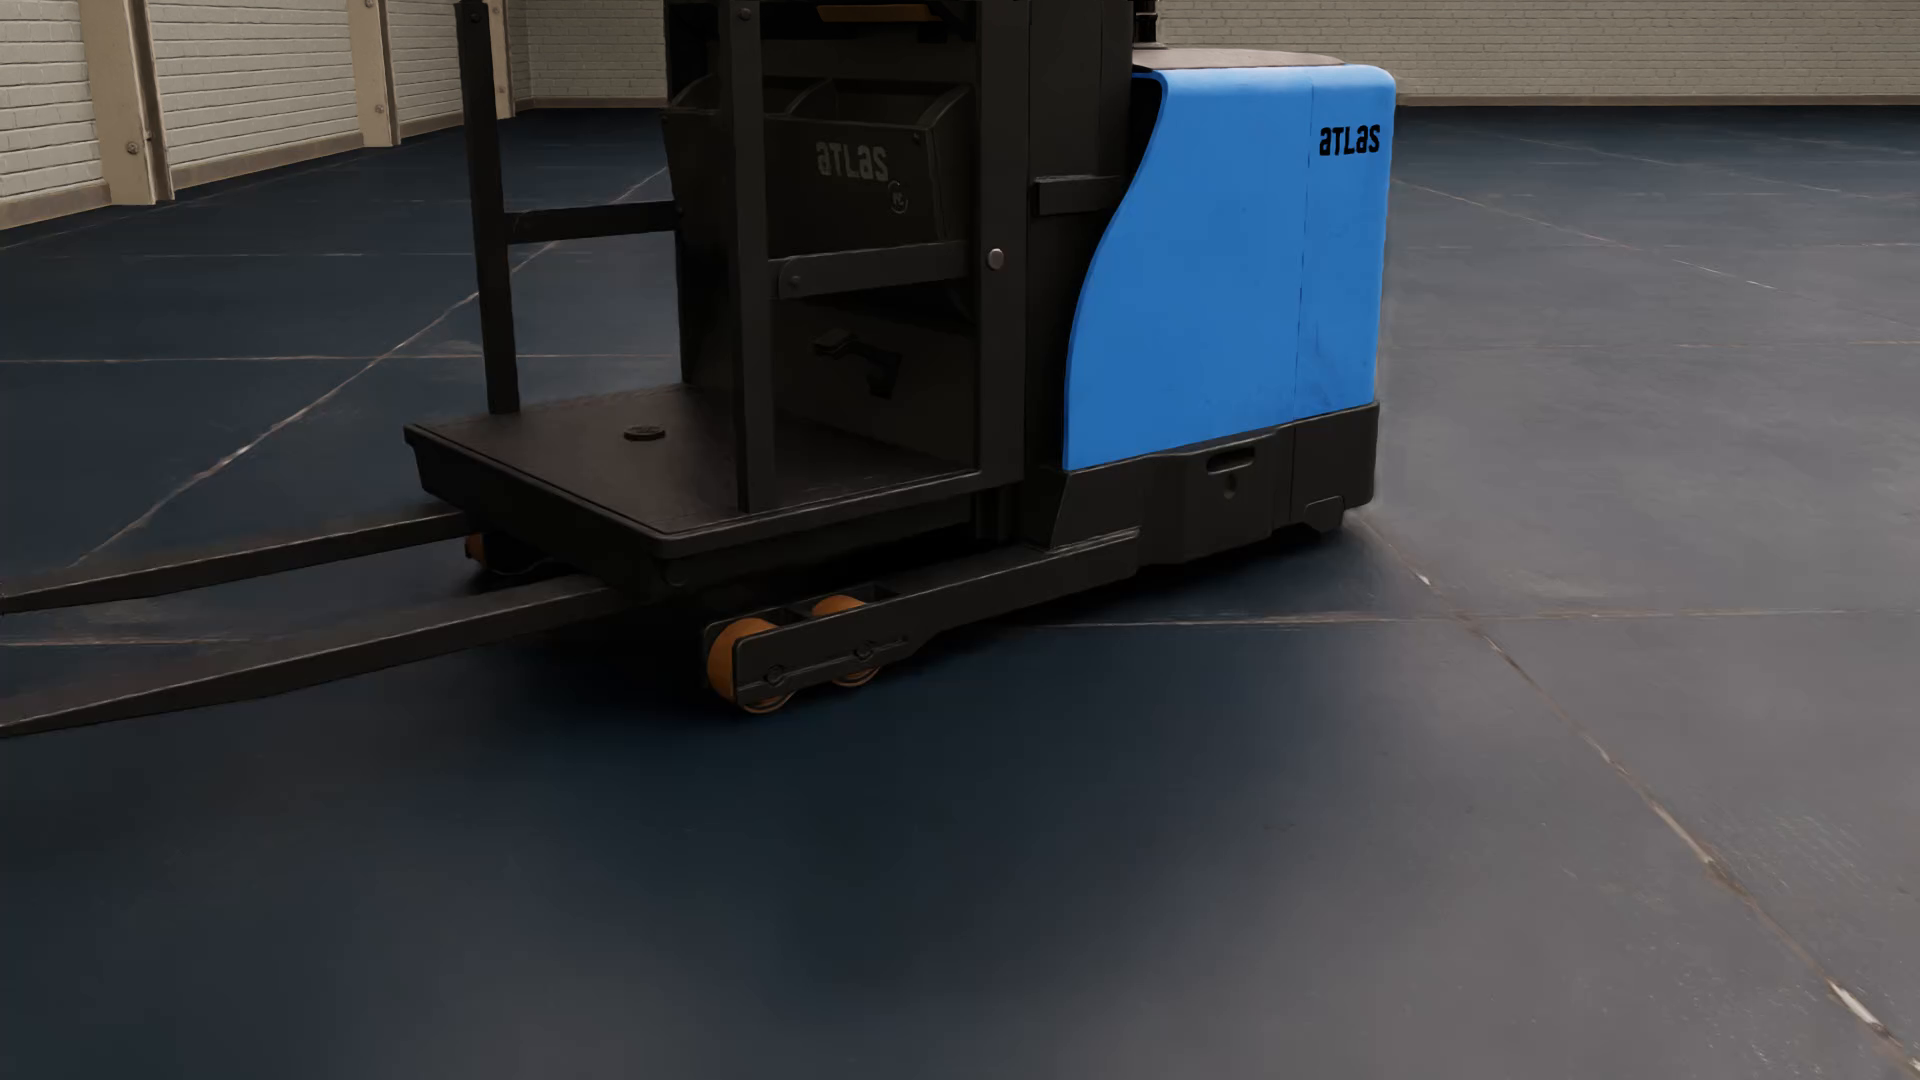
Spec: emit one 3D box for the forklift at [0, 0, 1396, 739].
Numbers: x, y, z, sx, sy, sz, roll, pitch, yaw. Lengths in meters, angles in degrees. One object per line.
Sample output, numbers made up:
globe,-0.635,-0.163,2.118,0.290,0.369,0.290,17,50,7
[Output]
forklift,-0.462,-1.269,3.057,3.031,2.935,1.130,-14,22,-38
